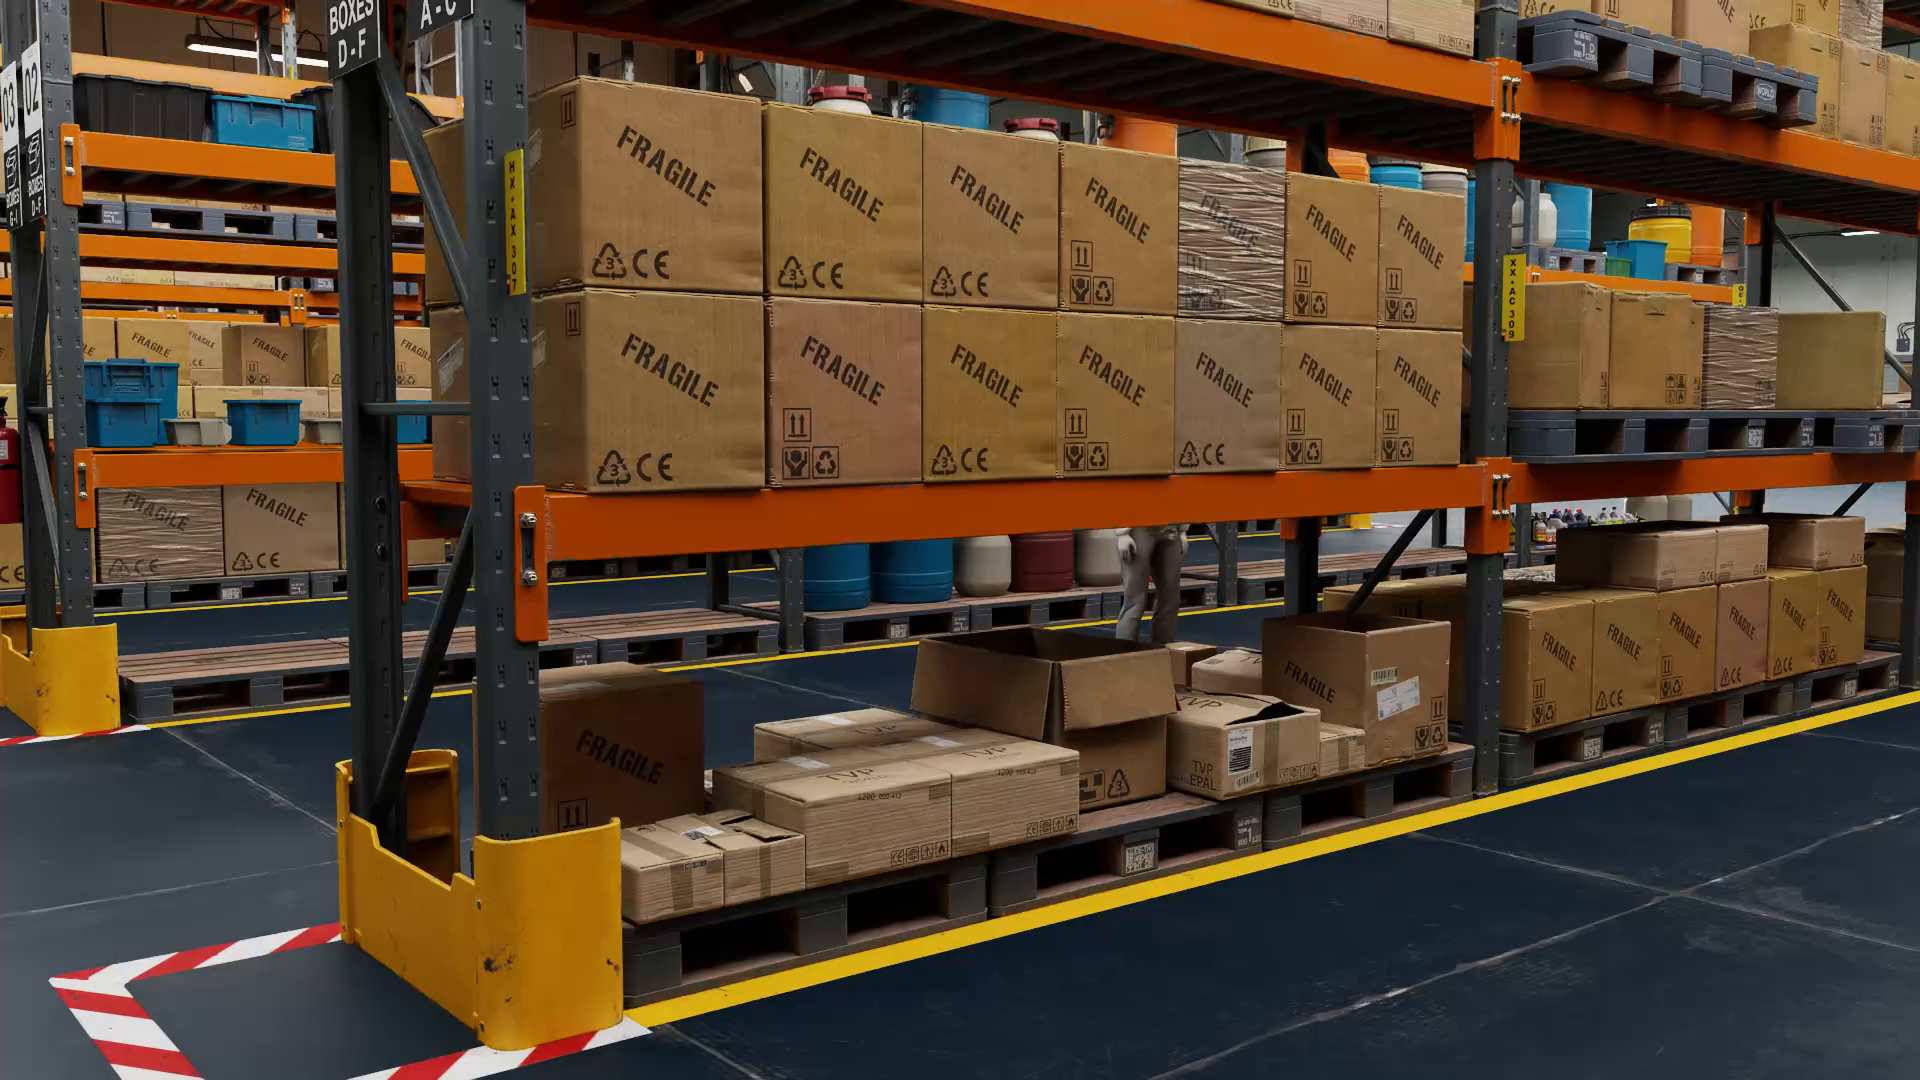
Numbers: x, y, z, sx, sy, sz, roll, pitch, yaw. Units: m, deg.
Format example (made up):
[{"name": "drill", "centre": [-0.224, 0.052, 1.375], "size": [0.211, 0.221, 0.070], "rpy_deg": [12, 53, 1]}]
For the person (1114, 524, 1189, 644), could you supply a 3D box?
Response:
[{"name": "person", "centre": [1.048, -0.023, 9.026], "size": [0.528, 1.662, 0.407], "rpy_deg": [-4, 6, -38]}]
